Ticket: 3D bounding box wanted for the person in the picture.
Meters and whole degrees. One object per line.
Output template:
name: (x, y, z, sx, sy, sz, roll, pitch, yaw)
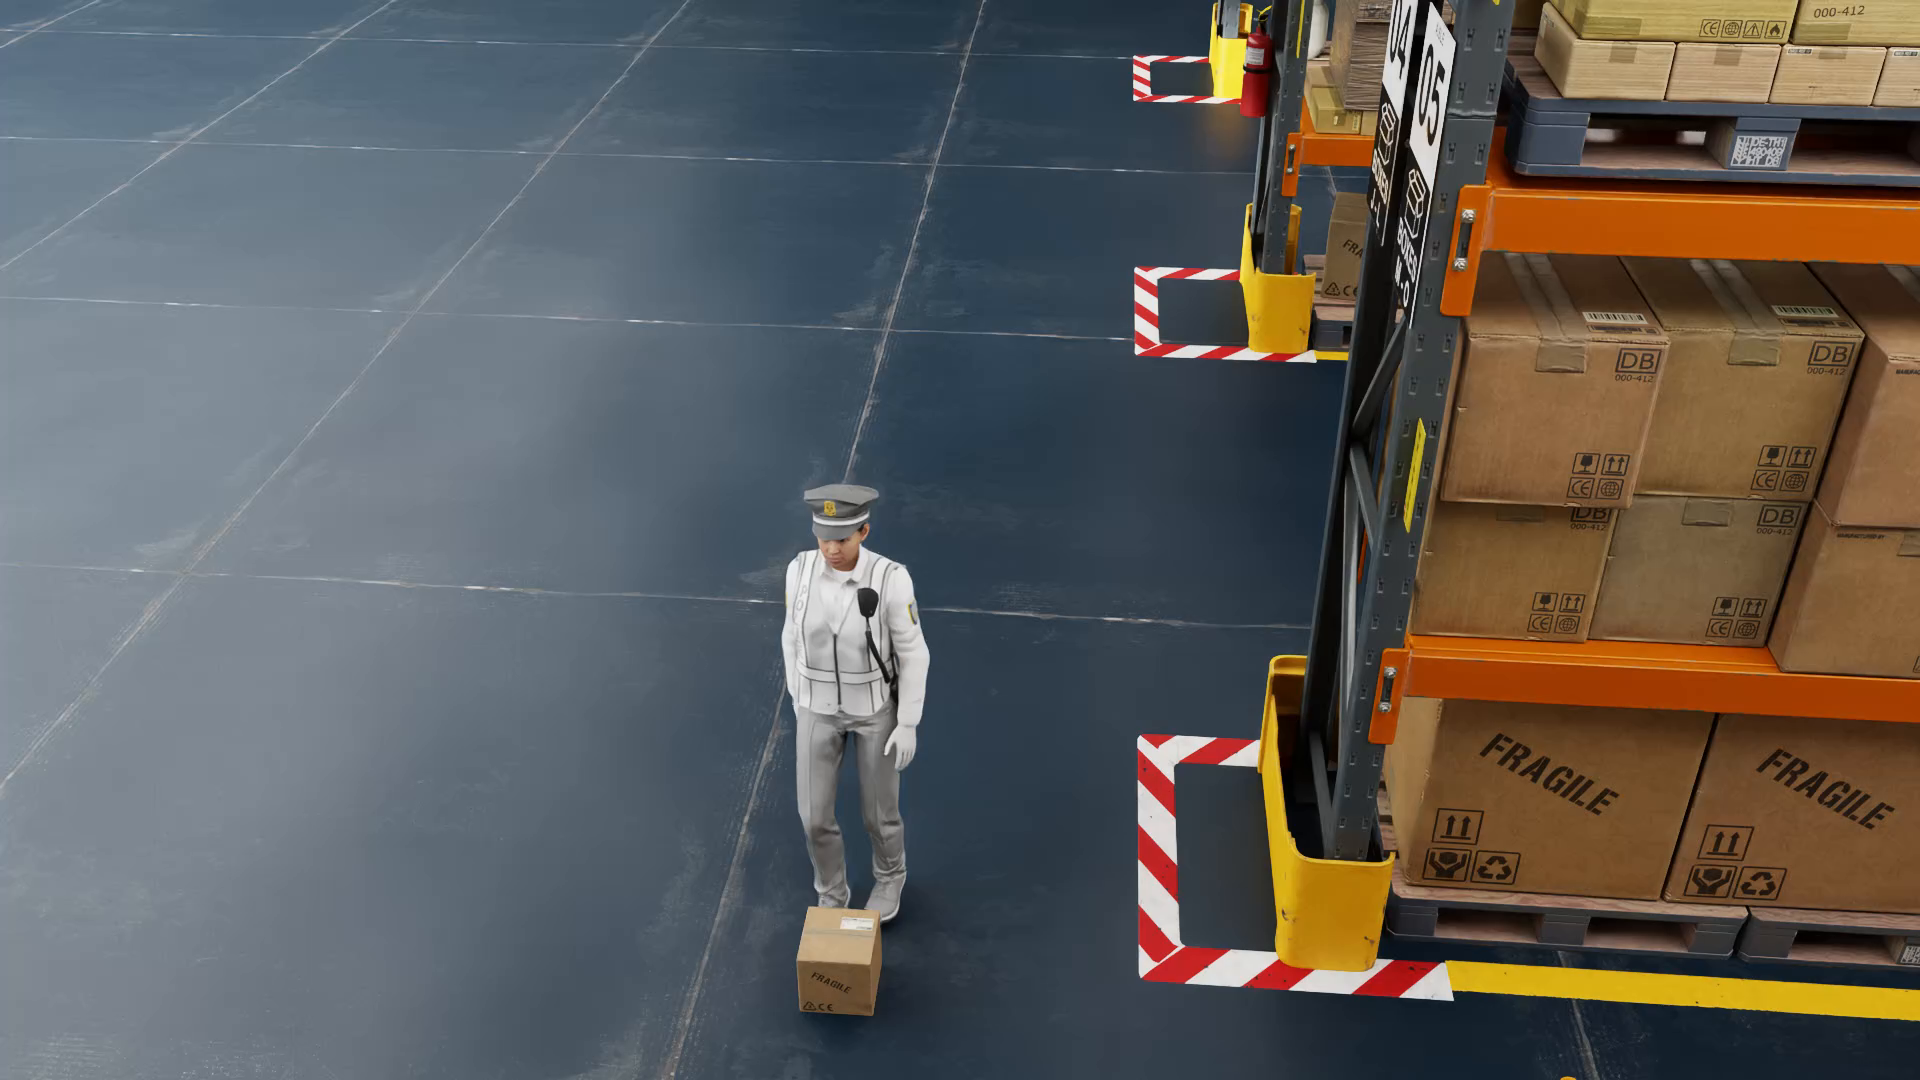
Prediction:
person: (-0.372, 0.633, 5.656, 0.531, 1.753, 0.534, 5, 33, 8)
